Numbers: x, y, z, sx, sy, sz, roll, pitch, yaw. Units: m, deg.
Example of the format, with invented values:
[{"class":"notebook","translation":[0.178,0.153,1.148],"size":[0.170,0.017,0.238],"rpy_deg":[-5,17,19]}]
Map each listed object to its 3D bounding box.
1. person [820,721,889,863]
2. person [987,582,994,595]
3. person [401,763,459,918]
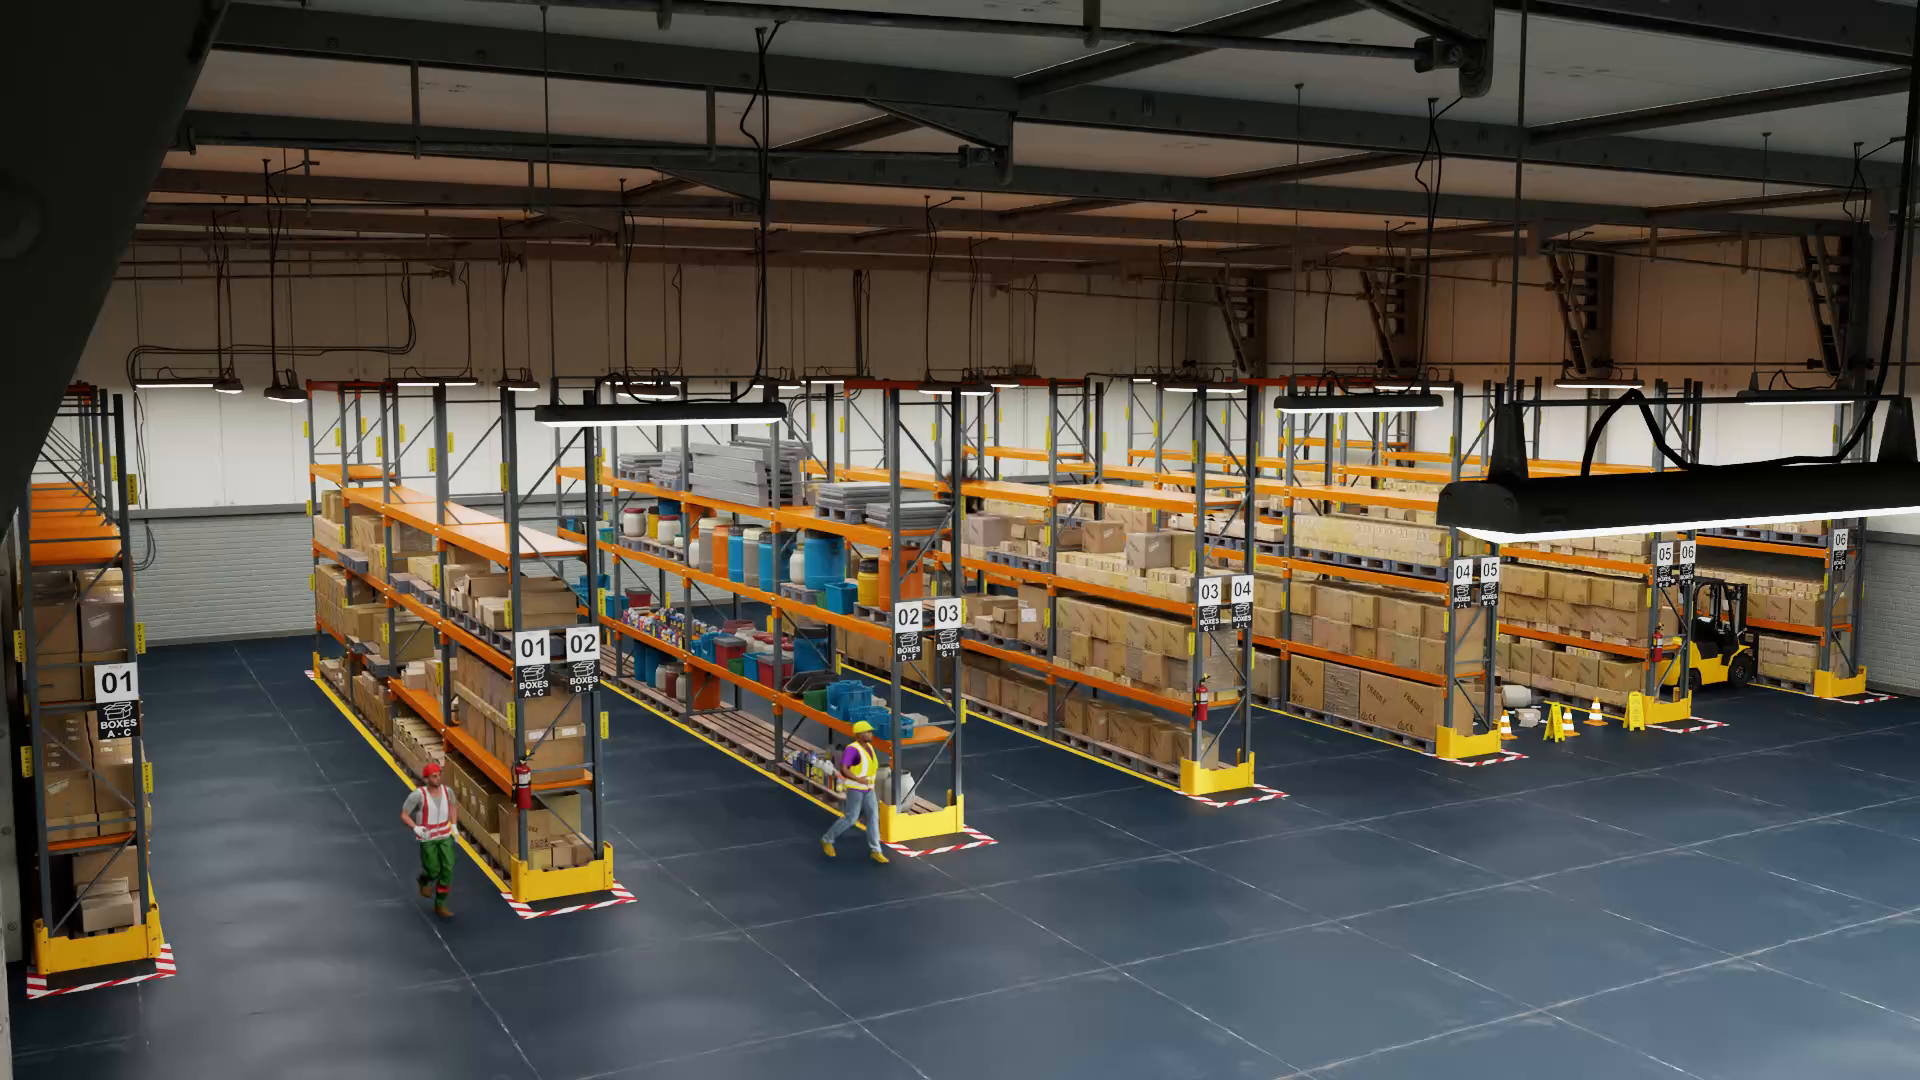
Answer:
[{"class":"person","translation":[-1.243,3.195,21.269],"size":[0.963,1.741,0.759],"rpy_deg":[4,7,30]},{"class":"person","translation":[0.788,1.065,42.131],"size":[0.616,1.538,0.525],"rpy_deg":[2,6,15]},{"class":"person","translation":[-6.082,3.434,19.179],"size":[0.697,1.758,0.662],"rpy_deg":[-5,8,-41]}]
